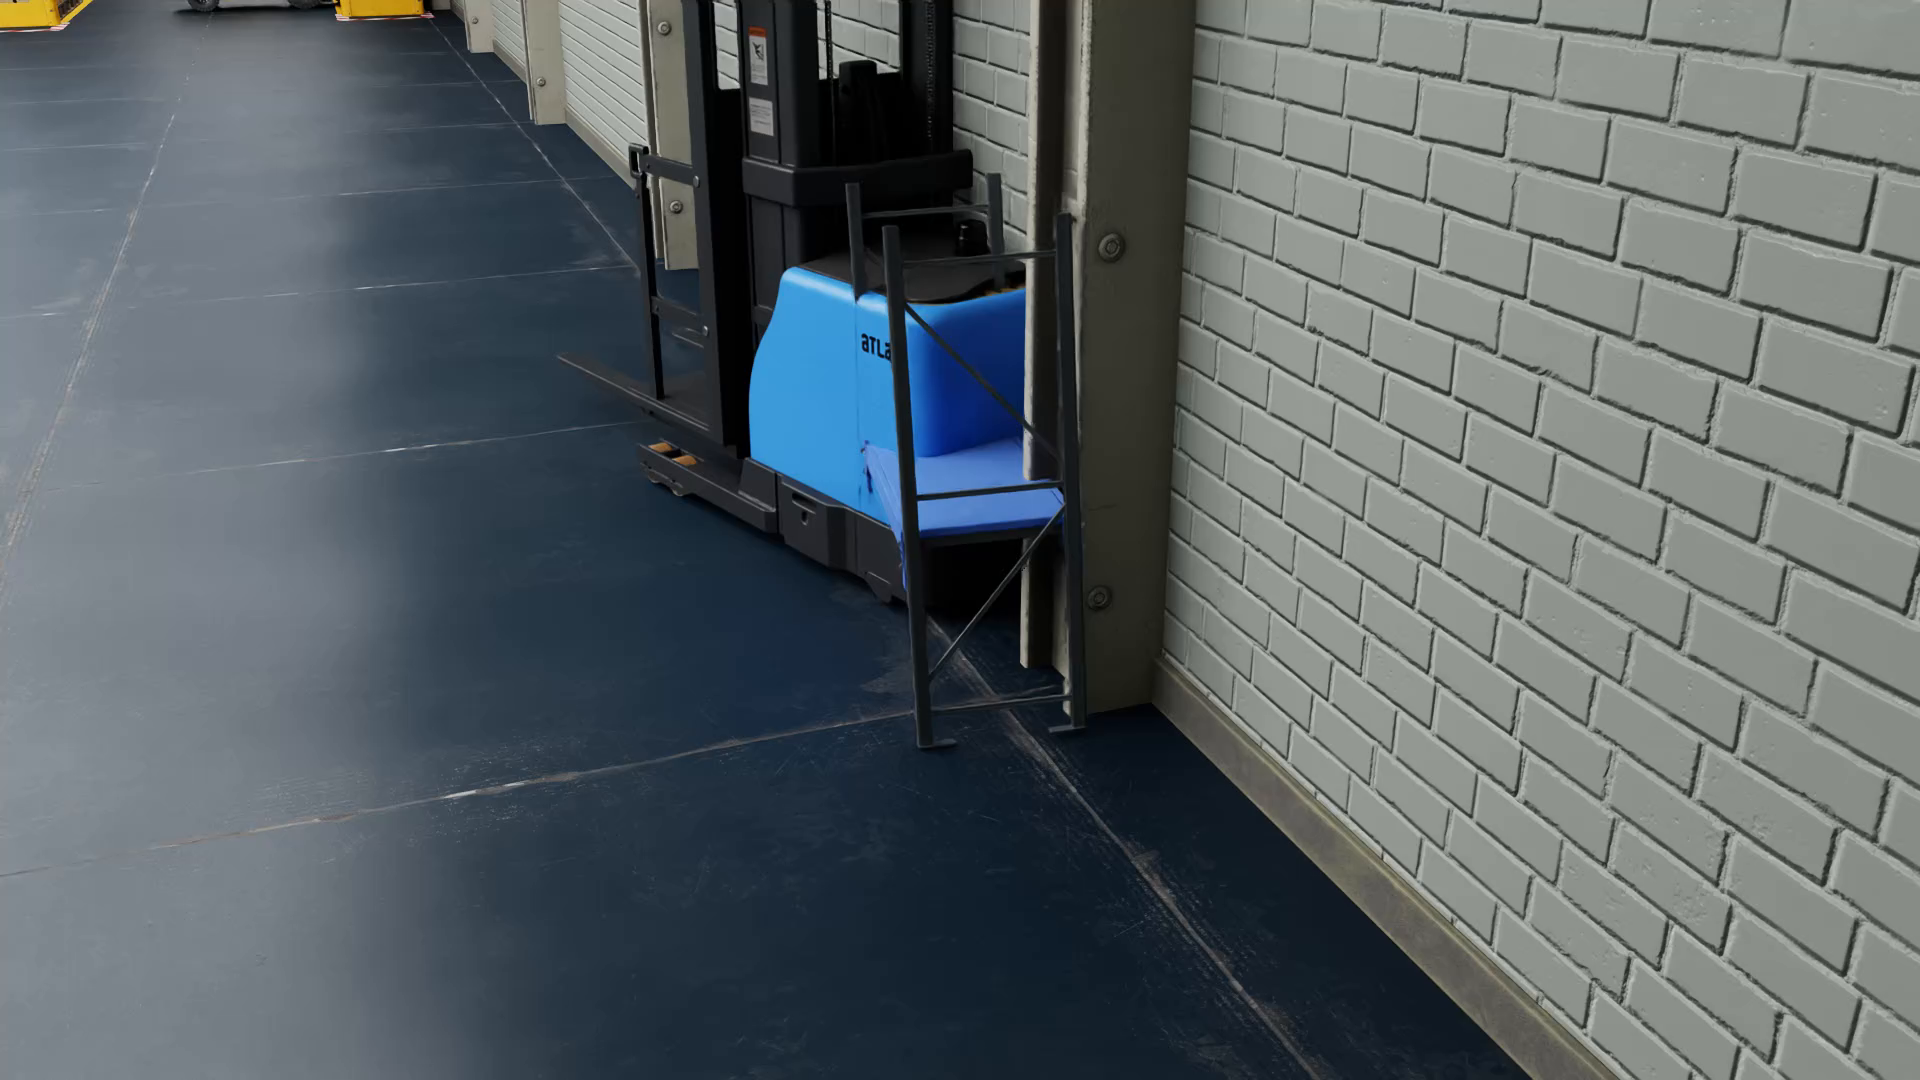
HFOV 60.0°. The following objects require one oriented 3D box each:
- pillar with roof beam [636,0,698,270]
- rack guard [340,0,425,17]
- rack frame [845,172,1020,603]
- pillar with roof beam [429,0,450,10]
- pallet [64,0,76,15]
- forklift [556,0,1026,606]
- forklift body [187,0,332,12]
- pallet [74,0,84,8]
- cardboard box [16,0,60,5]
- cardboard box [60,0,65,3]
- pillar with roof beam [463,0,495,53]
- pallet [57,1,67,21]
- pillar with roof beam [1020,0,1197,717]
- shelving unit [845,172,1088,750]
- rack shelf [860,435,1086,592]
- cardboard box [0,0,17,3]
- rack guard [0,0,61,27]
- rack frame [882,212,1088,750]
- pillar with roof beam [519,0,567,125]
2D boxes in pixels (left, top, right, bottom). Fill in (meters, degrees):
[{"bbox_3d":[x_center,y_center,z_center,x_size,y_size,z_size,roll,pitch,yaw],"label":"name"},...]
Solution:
[{"bbox_3d":[-5.743,-5.297,7.232,9.100,9.000,0.400,-8,24,-19],"label":"pillar with roof beam"},{"bbox_3d":[-8.663,-8.126,24.887,1.175,0.500,0.348,-8,24,-19],"label":"rack guard"},{"bbox_3d":[-0.077,-0.448,5.562,0.500,1.500,0.032,-6,19,-8],"label":"rack frame"},{"bbox_3d":[-12.102,-11.838,22.749,9.100,9.000,0.400,-8,24,-19],"label":"pillar with roof beam"},{"bbox_3d":[-14.022,-8.090,25.172,1.003,0.211,1.213,-8,24,-19],"label":"pallet"},{"bbox_3d":[-0.664,-1.630,6.345,1.130,2.935,3.031,-17,28,-35],"label":"forklift"},{"bbox_3d":[-11.048,-9.335,25.628,2.313,2.155,1.214,-8,24,-19],"label":"forklift body"},{"bbox_3d":[-14.456,-8.534,26.226,1.003,0.211,1.213,-8,24,-19],"label":"pallet"},{"bbox_3d":[-13.340,-7.862,24.041,0.500,0.250,0.500,-9,24,-19],"label":"cardboard box"},{"bbox_3d":[-13.513,-8.049,24.484,0.500,0.250,0.500,-7,24,-17],"label":"cardboard box"},{"bbox_3d":[-9.982,-9.657,17.577,9.100,9.000,0.400,-8,24,-19],"label":"pillar with roof beam"},{"bbox_3d":[-13.594,-7.647,24.122,1.003,0.211,1.213,-8,24,-19],"label":"pallet"},{"bbox_3d":[-3.623,-3.117,2.059,9.100,9.000,0.400,-8,24,-19],"label":"pillar with roof beam"},{"bbox_3d":[0.004,-0.291,5.086,0.538,1.500,1.048,-6,19,-8],"label":"shelving unit"},{"bbox_3d":[0.014,-0.121,5.143,0.538,0.185,1.000,-6,19,-8],"label":"rack shelf"},{"bbox_3d":[-13.859,-7.797,23.886,0.500,0.250,0.500,-8,24,-19],"label":"cardboard box"},{"bbox_3d":[-13.340,-7.480,23.354,1.175,0.500,0.348,-8,24,-19],"label":"rack guard"},{"bbox_3d":[0.085,-0.133,4.609,0.500,1.500,0.032,-6,19,-8],"label":"rack frame"},{"bbox_3d":[-7.862,-7.477,12.404,9.100,9.000,0.400,-8,24,-19],"label":"pillar with roof beam"}]
